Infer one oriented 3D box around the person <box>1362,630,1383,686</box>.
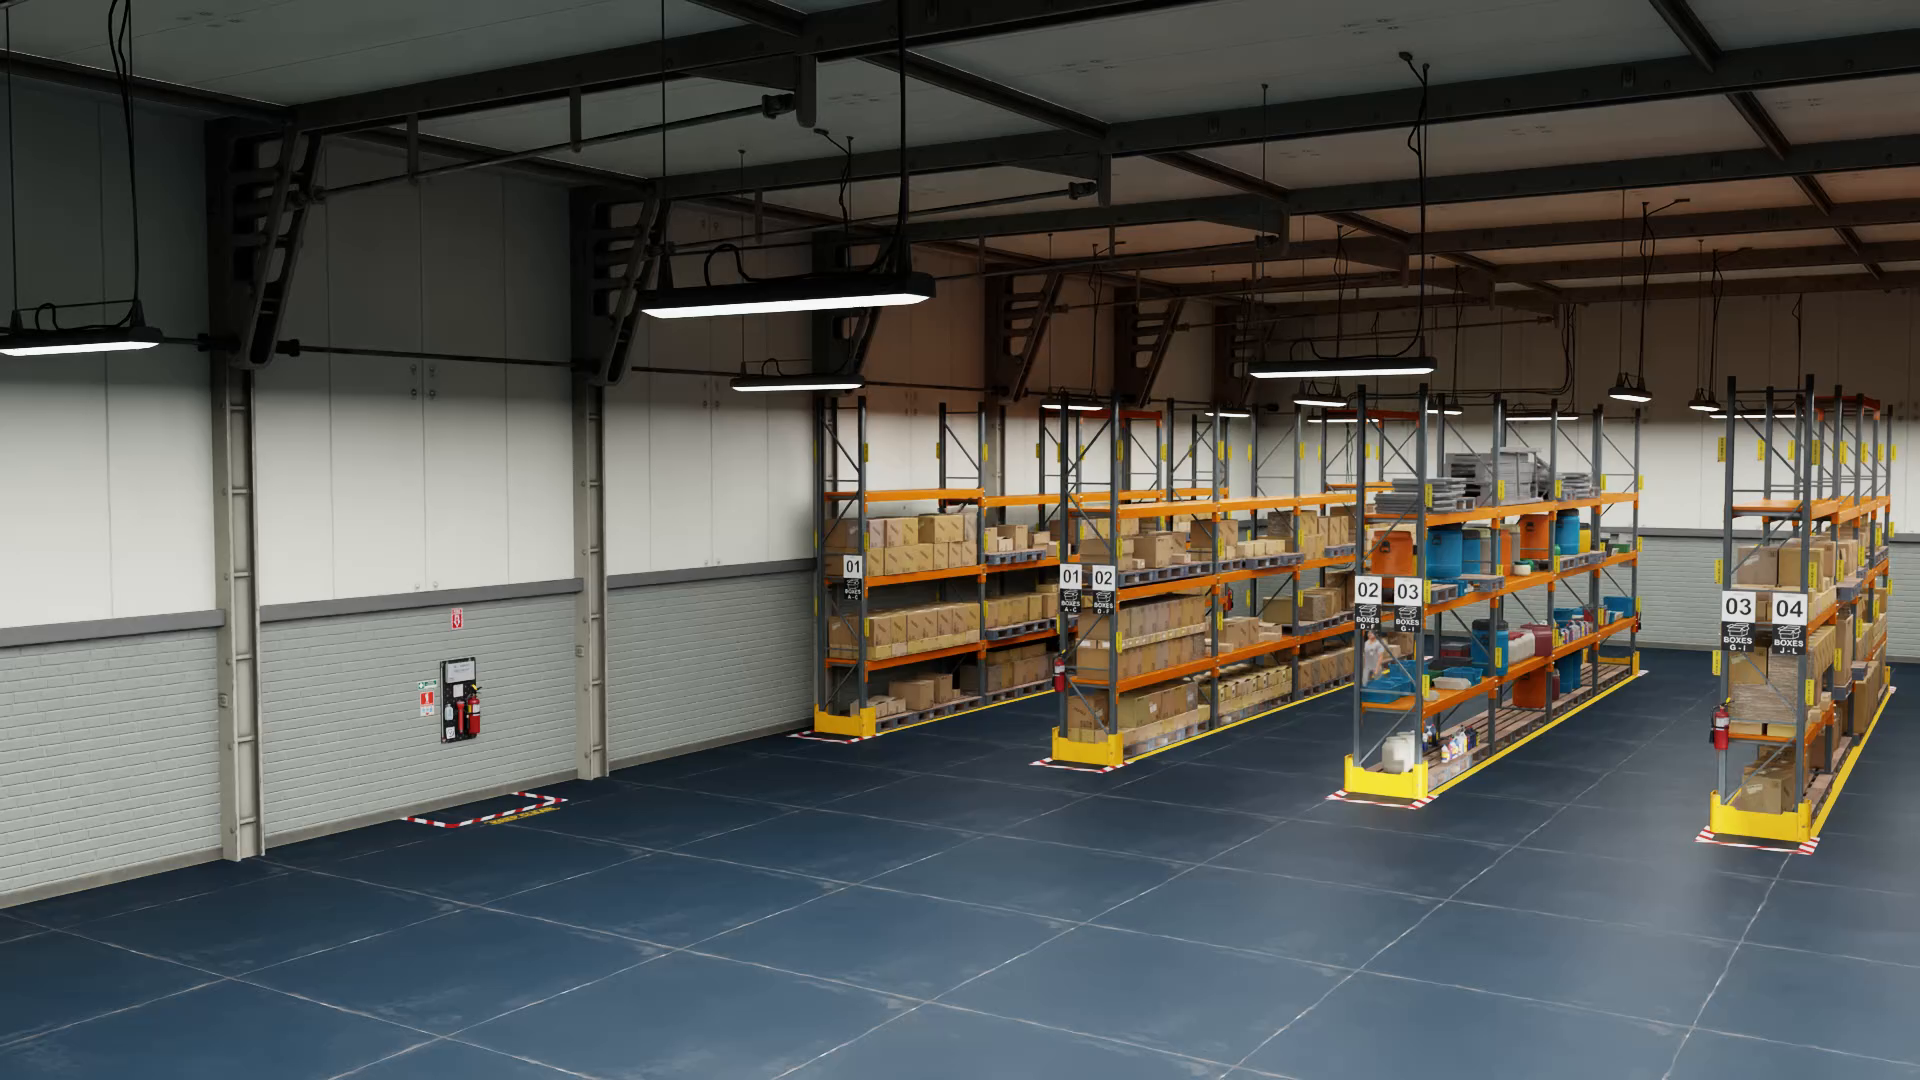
[{"bbox_3d":[8.026,2.459,32.288,0.447,1.553,0.911,2,4,33],"label":"person"}]
